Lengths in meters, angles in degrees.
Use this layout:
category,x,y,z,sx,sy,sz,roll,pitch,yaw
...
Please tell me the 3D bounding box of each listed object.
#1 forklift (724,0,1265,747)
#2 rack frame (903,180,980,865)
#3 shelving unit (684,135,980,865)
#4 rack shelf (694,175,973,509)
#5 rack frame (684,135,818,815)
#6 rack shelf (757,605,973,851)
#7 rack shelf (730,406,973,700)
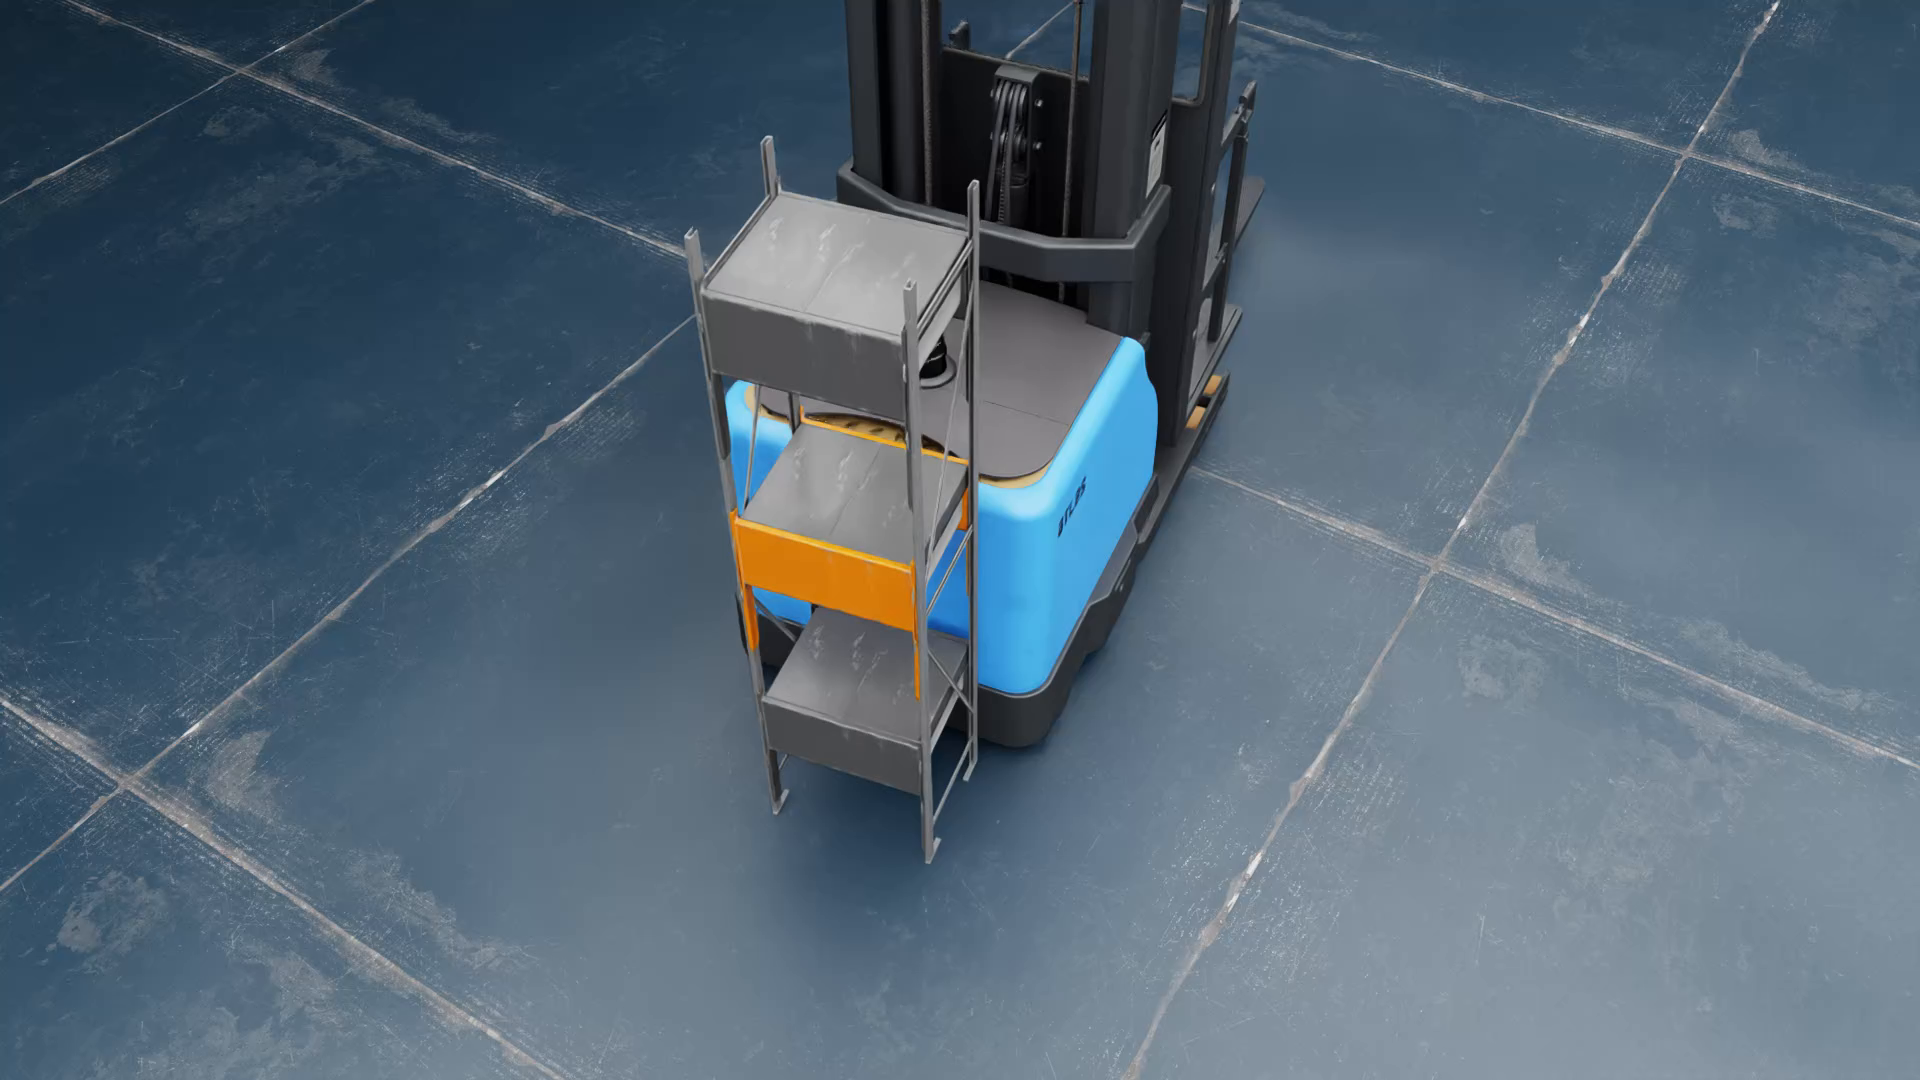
category,x,y,z,sx,sy,sz,roll,pitch,yaw
forklift,0.351,-1.464,5.129,1.130,2.935,3.031,17,48,16
rack frame,-0.030,0.086,4.197,0.015,2.100,0.400,15,49,14
shelving unit,-0.258,0.024,4.258,0.503,2.100,0.431,15,49,14
rack shelf,-0.262,-0.447,3.758,0.480,0.518,0.431,15,49,14
rack frame,-0.486,-0.038,4.318,0.015,2.100,0.400,15,49,14
rack shelf,-0.254,0.513,4.777,0.480,0.518,0.431,15,49,14
rack shelf,-0.258,0.033,4.267,0.480,0.518,0.431,15,49,14
